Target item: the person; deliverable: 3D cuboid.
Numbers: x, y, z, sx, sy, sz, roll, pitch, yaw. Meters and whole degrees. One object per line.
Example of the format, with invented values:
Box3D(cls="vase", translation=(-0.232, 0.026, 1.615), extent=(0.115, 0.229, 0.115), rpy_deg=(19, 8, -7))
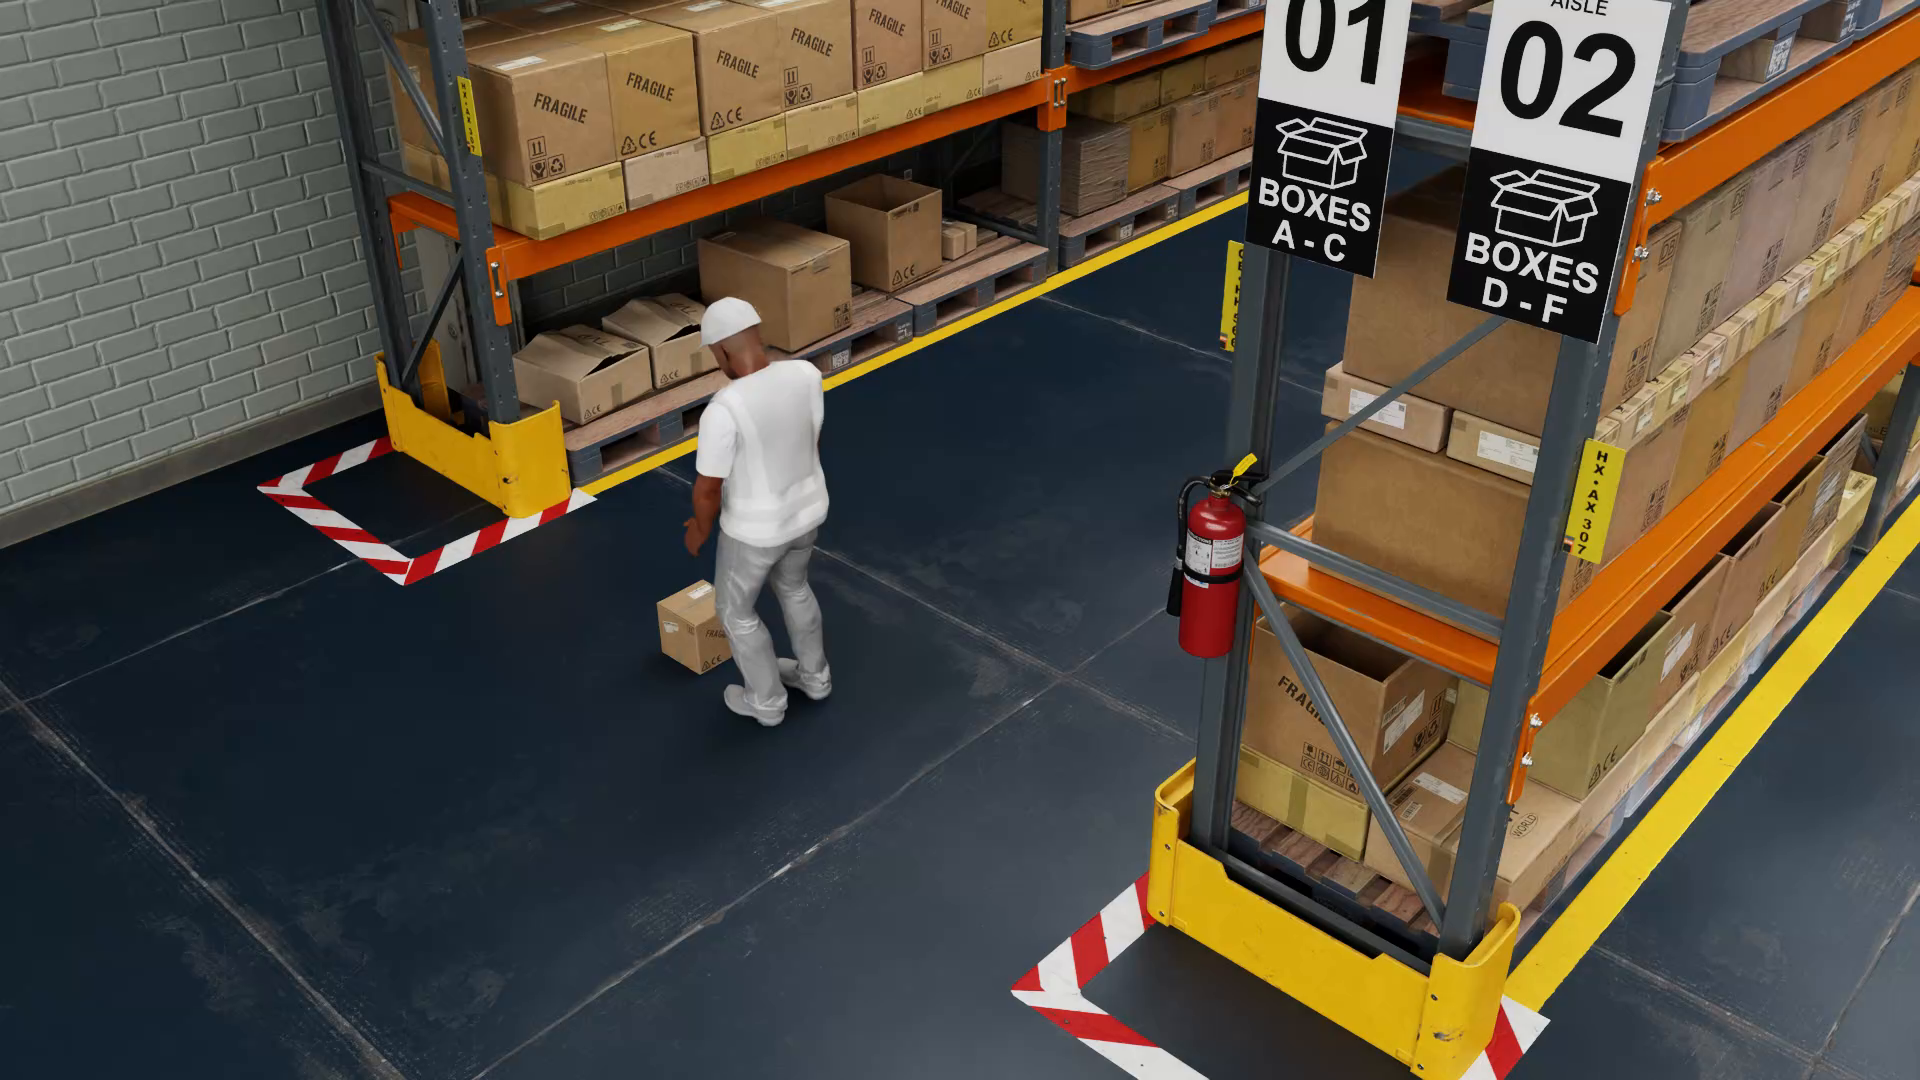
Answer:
Box3D(cls="person", translation=(-0.760, -0.091, 6.302), extent=(0.438, 1.725, 0.588), rpy_deg=(26, 40, 36))
